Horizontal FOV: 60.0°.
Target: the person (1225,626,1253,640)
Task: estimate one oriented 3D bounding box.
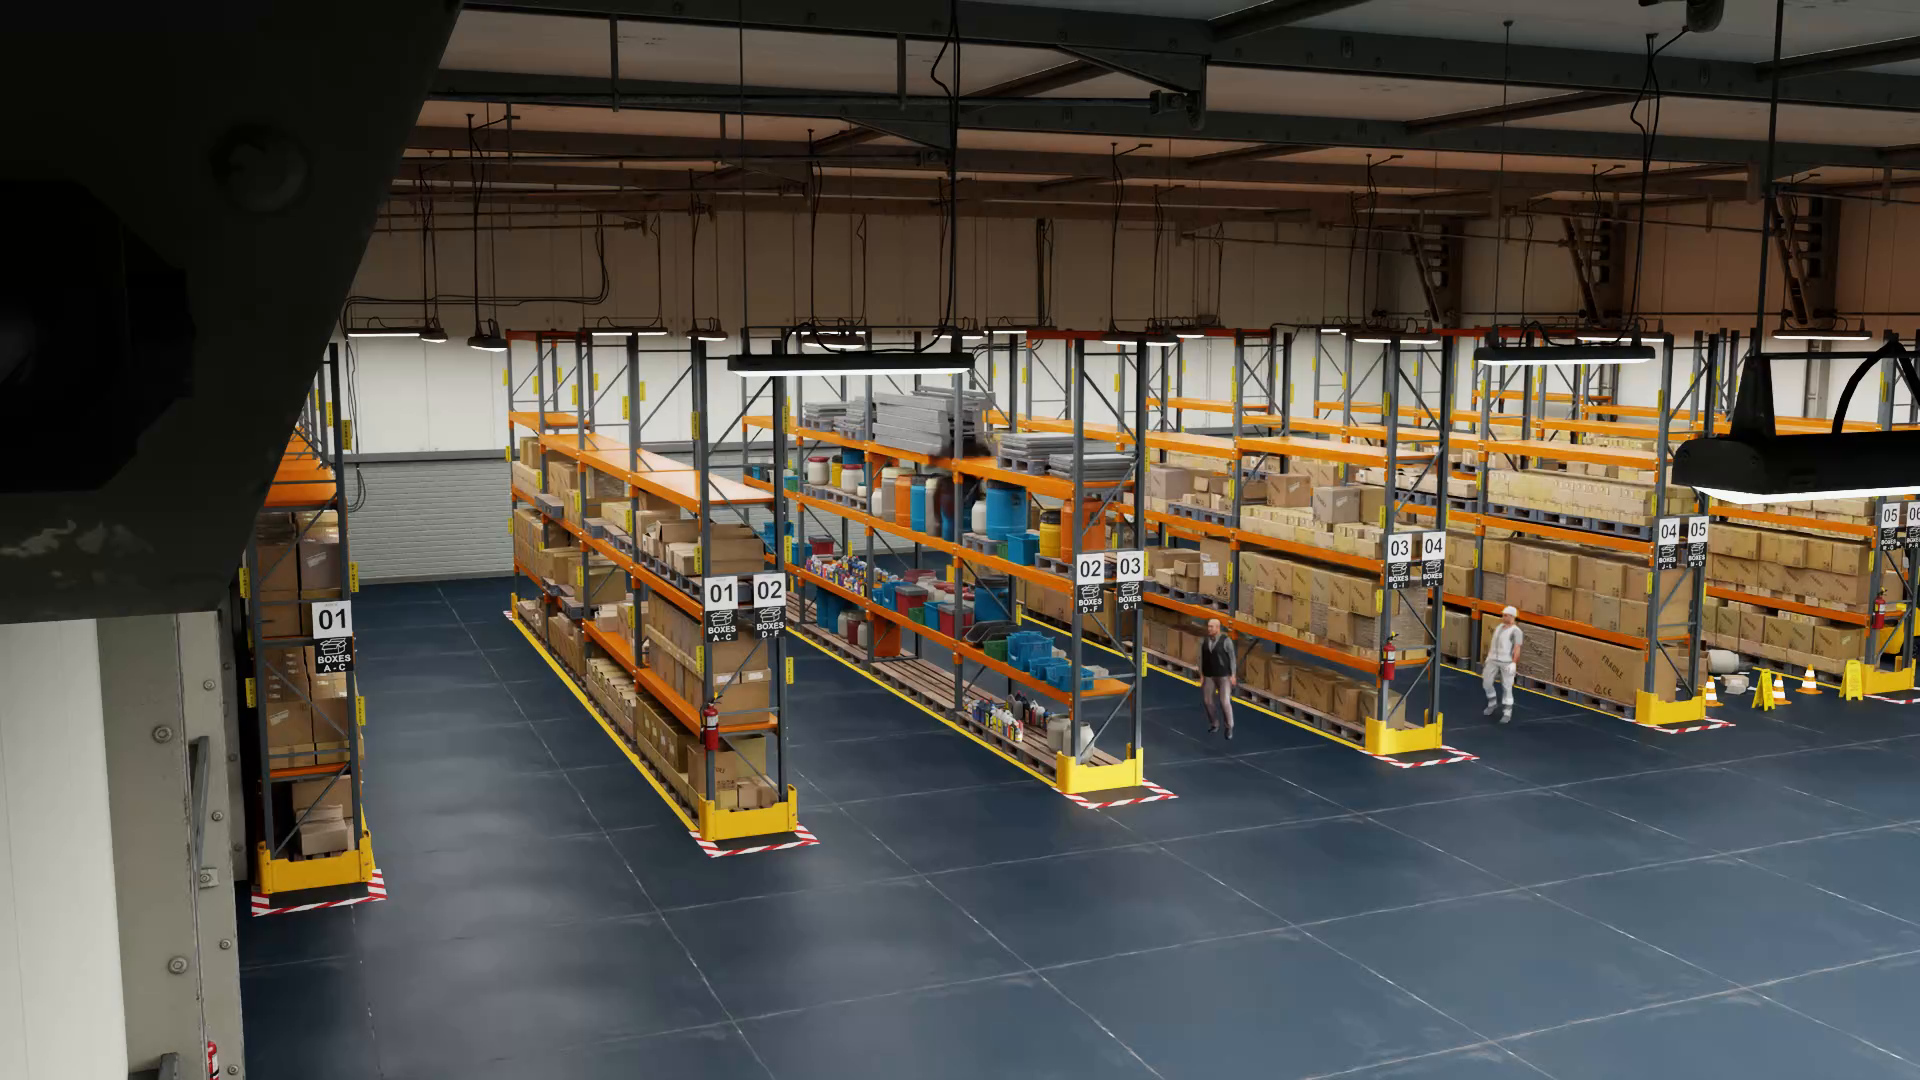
[{"bbox_3d":[5.484,1.066,32.480,0.505,1.731,0.975,-5,9,-33],"label":"person"}]

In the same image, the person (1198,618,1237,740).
[{"bbox_3d":[3.695,1.998,24.054,0.588,1.717,0.435,5,9,32],"label":"person"}]

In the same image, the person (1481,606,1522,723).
[{"bbox_3d":[8.445,1.923,25.956,0.621,1.776,0.538,6,10,38],"label":"person"}]

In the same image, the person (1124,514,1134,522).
[{"bbox_3d":[4.274,-0.230,42.052,0.456,1.669,0.483,5,9,32],"label":"person"}]
